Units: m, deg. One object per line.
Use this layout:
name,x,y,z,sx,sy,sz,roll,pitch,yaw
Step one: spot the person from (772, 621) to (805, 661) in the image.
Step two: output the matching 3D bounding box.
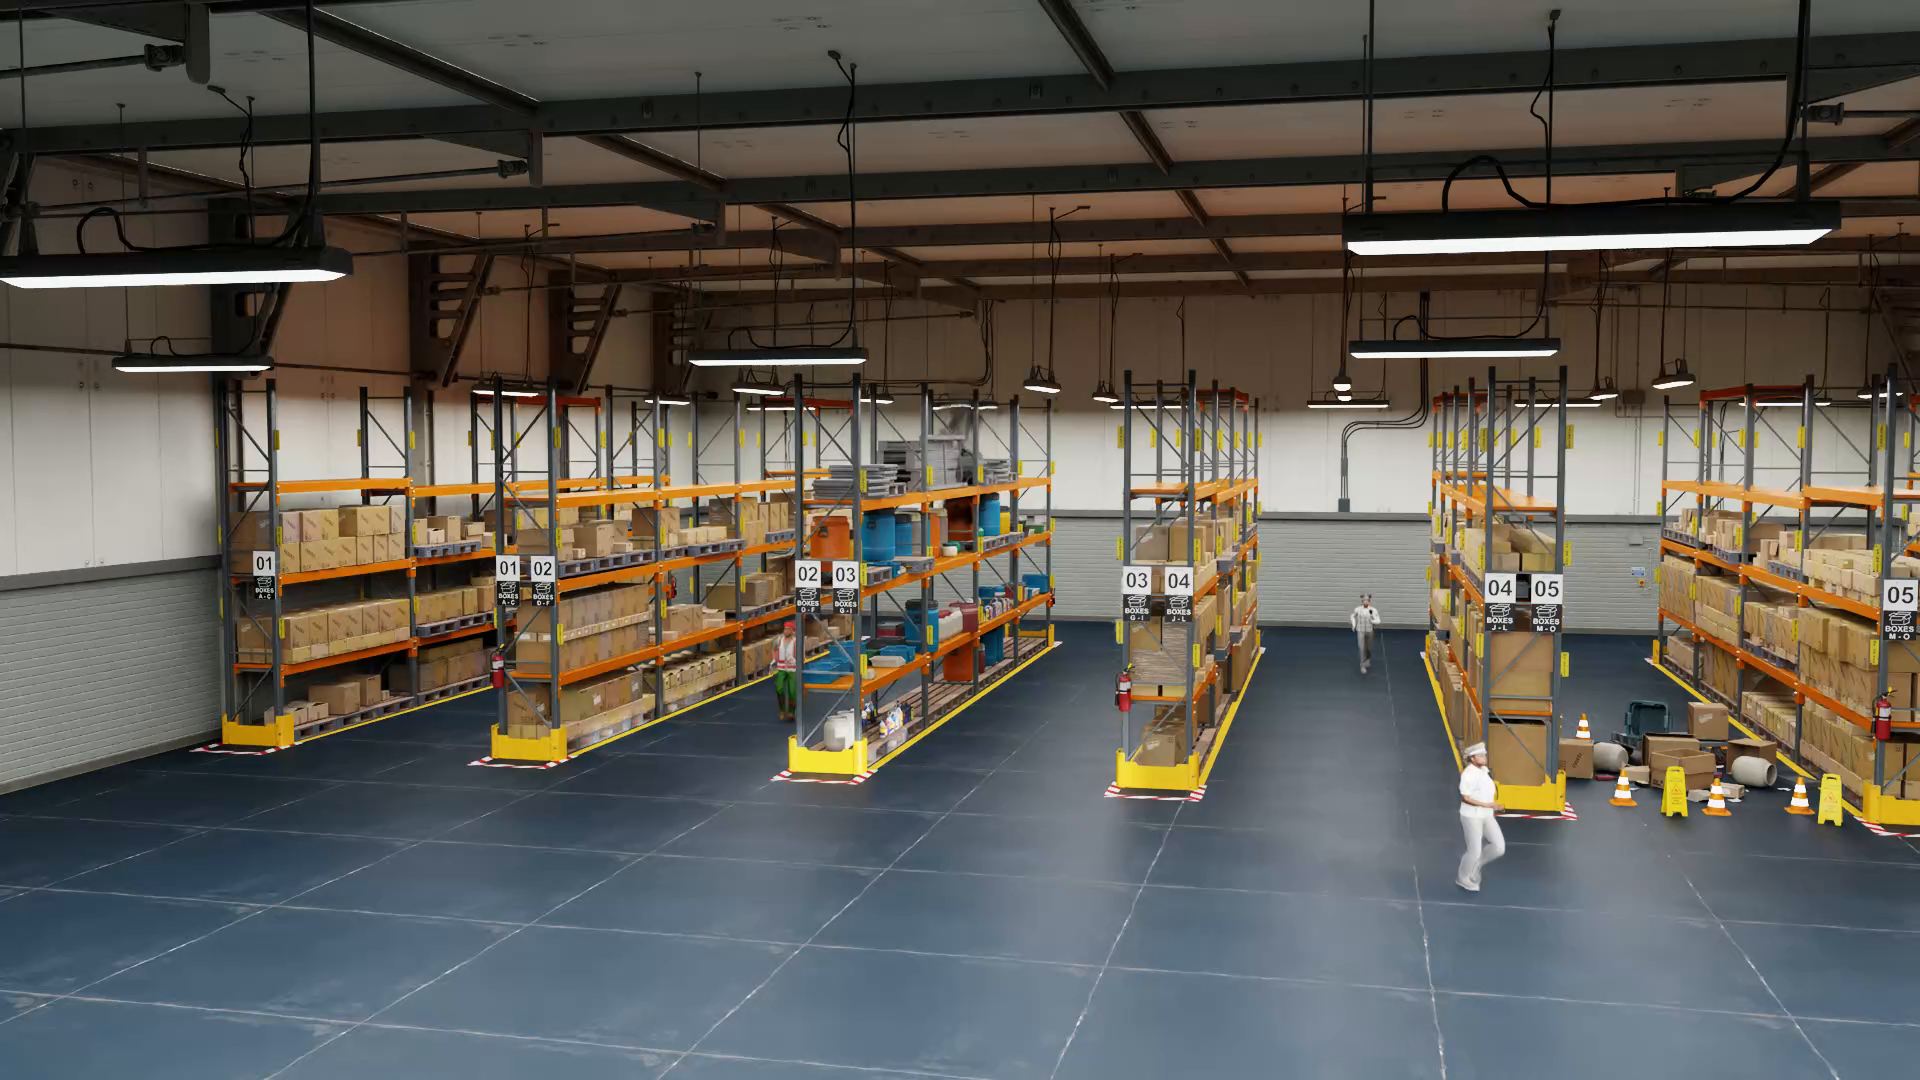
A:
person,-3.063,1.828,29.572,0.639,0.766,0.506,0,3,3

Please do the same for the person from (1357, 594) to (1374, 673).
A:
person,8.735,1.988,35.833,0.376,1.675,0.937,1,3,10

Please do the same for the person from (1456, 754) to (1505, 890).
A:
person,5.779,3.082,18.410,0.558,1.619,0.587,-3,4,-37
